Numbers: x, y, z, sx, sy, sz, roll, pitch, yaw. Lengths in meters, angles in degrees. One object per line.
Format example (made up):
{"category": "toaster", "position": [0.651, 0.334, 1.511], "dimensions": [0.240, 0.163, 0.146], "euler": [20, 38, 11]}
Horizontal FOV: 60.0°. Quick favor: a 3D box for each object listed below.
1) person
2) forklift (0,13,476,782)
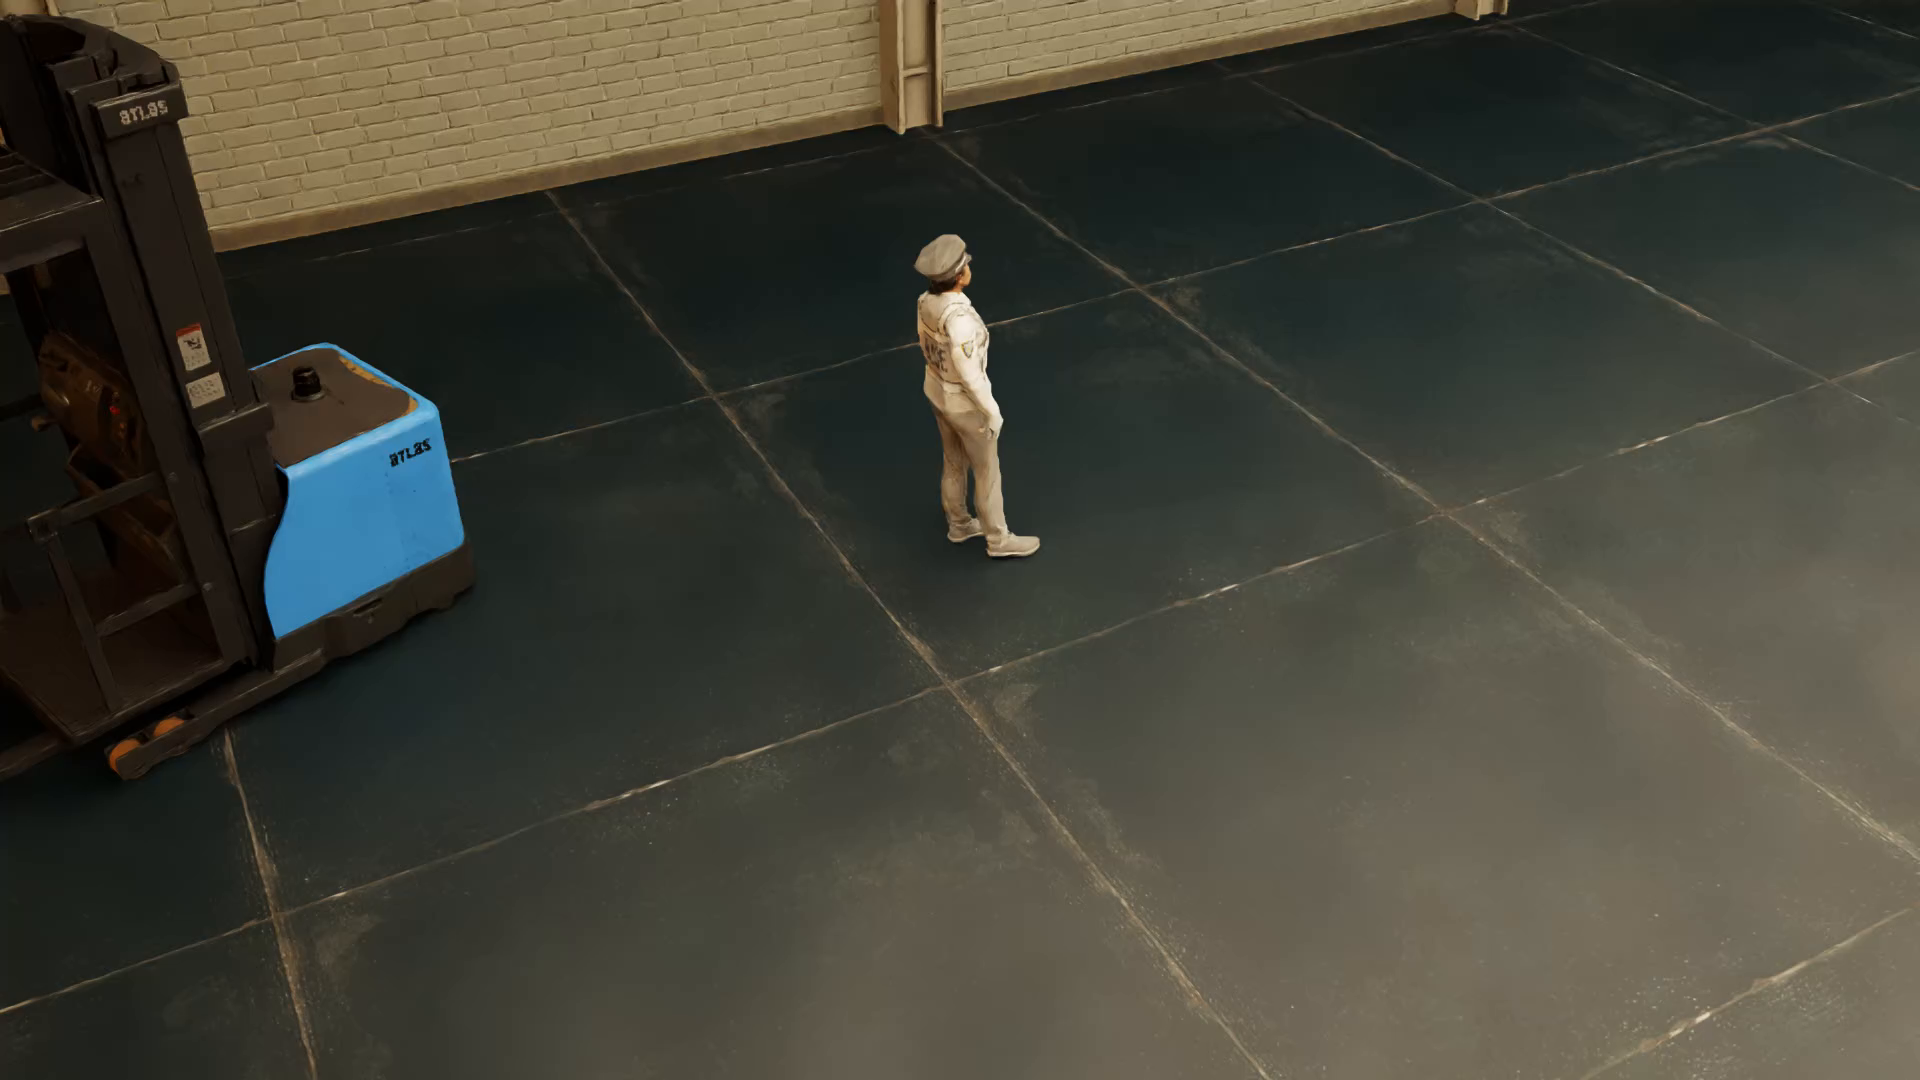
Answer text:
{"category": "person", "position": [0.063, -0.713, 8.190], "dimensions": [0.533, 1.695, 0.586], "euler": [-17, 39, -23]}
{"category": "forklift", "position": [-3.764, -0.498, 6.827], "dimensions": [1.130, 2.935, 3.031], "euler": [27, 44, 33]}
